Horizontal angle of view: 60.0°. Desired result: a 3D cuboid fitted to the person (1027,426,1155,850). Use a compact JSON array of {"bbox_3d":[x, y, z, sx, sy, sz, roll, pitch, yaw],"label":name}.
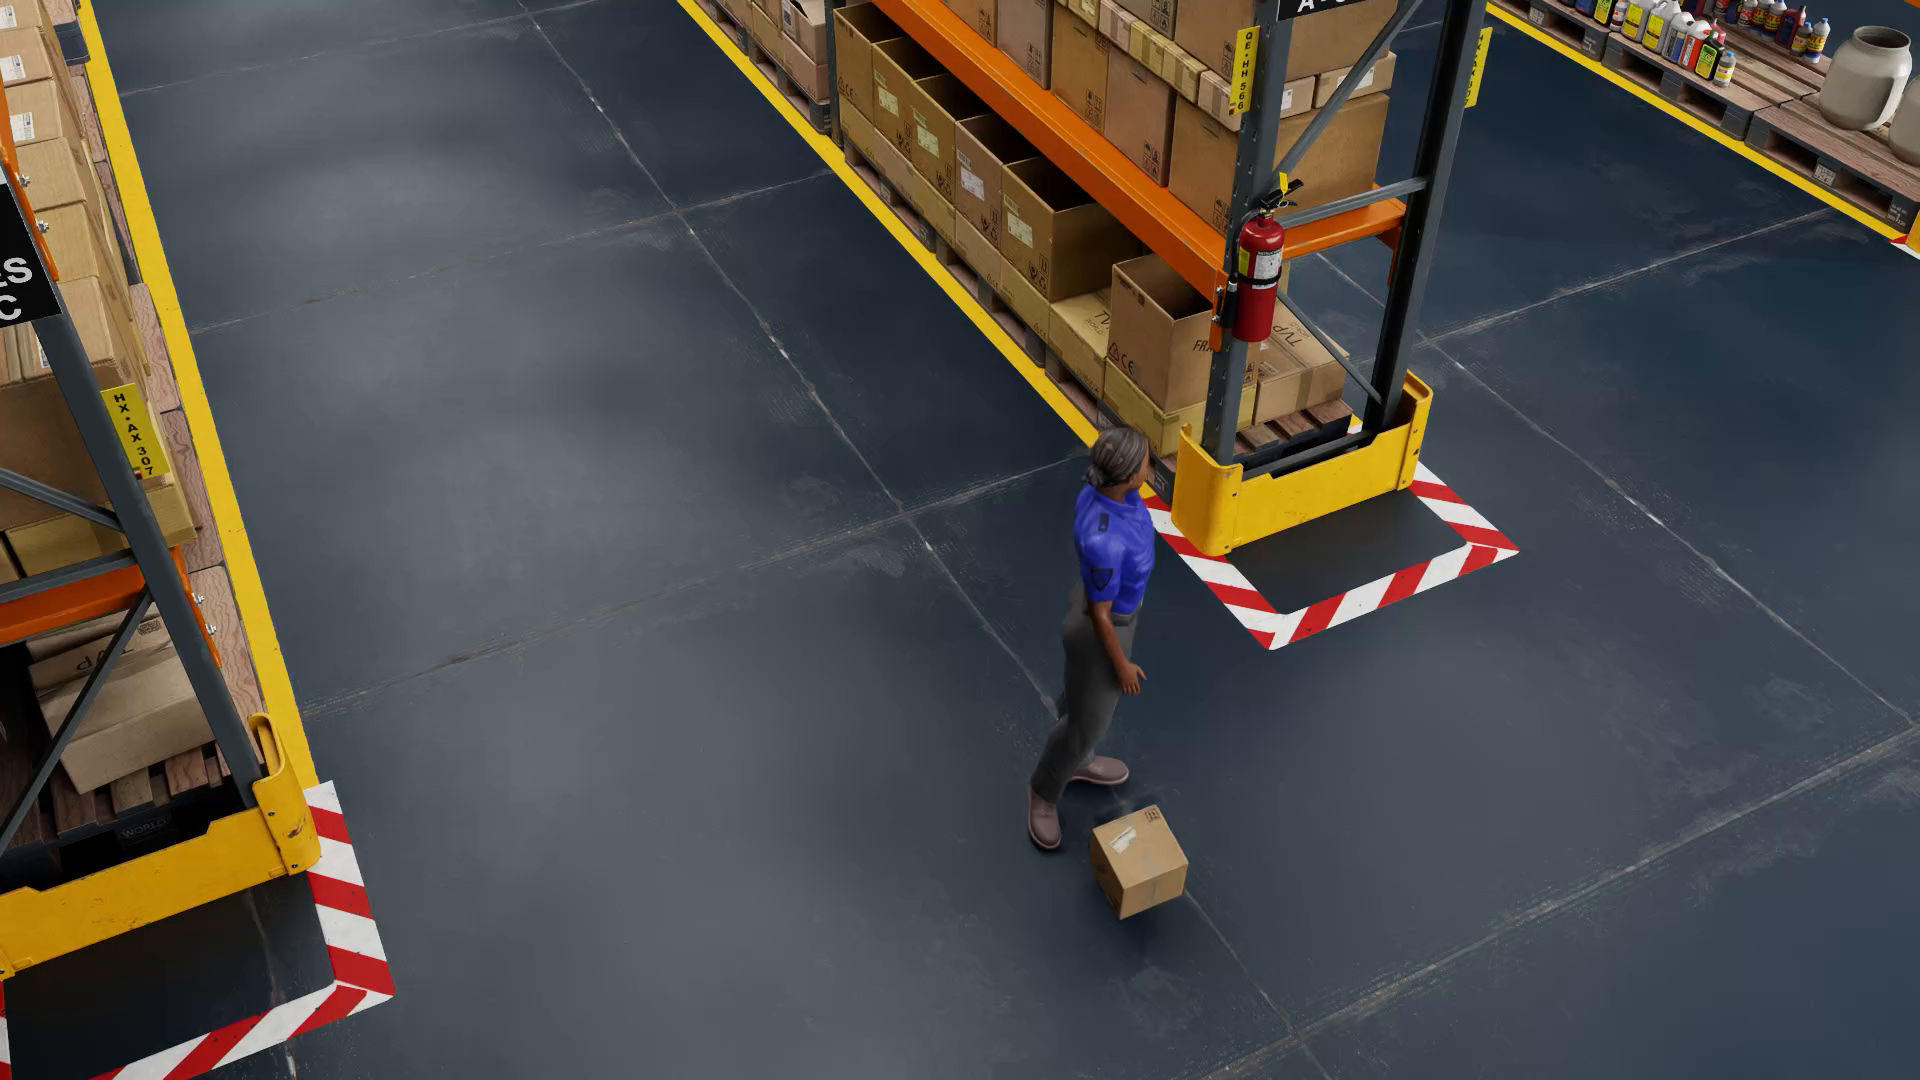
[{"bbox_3d":[0.464,0.333,5.765,0.402,1.663,0.613,8,42,8],"label":"person"}]
